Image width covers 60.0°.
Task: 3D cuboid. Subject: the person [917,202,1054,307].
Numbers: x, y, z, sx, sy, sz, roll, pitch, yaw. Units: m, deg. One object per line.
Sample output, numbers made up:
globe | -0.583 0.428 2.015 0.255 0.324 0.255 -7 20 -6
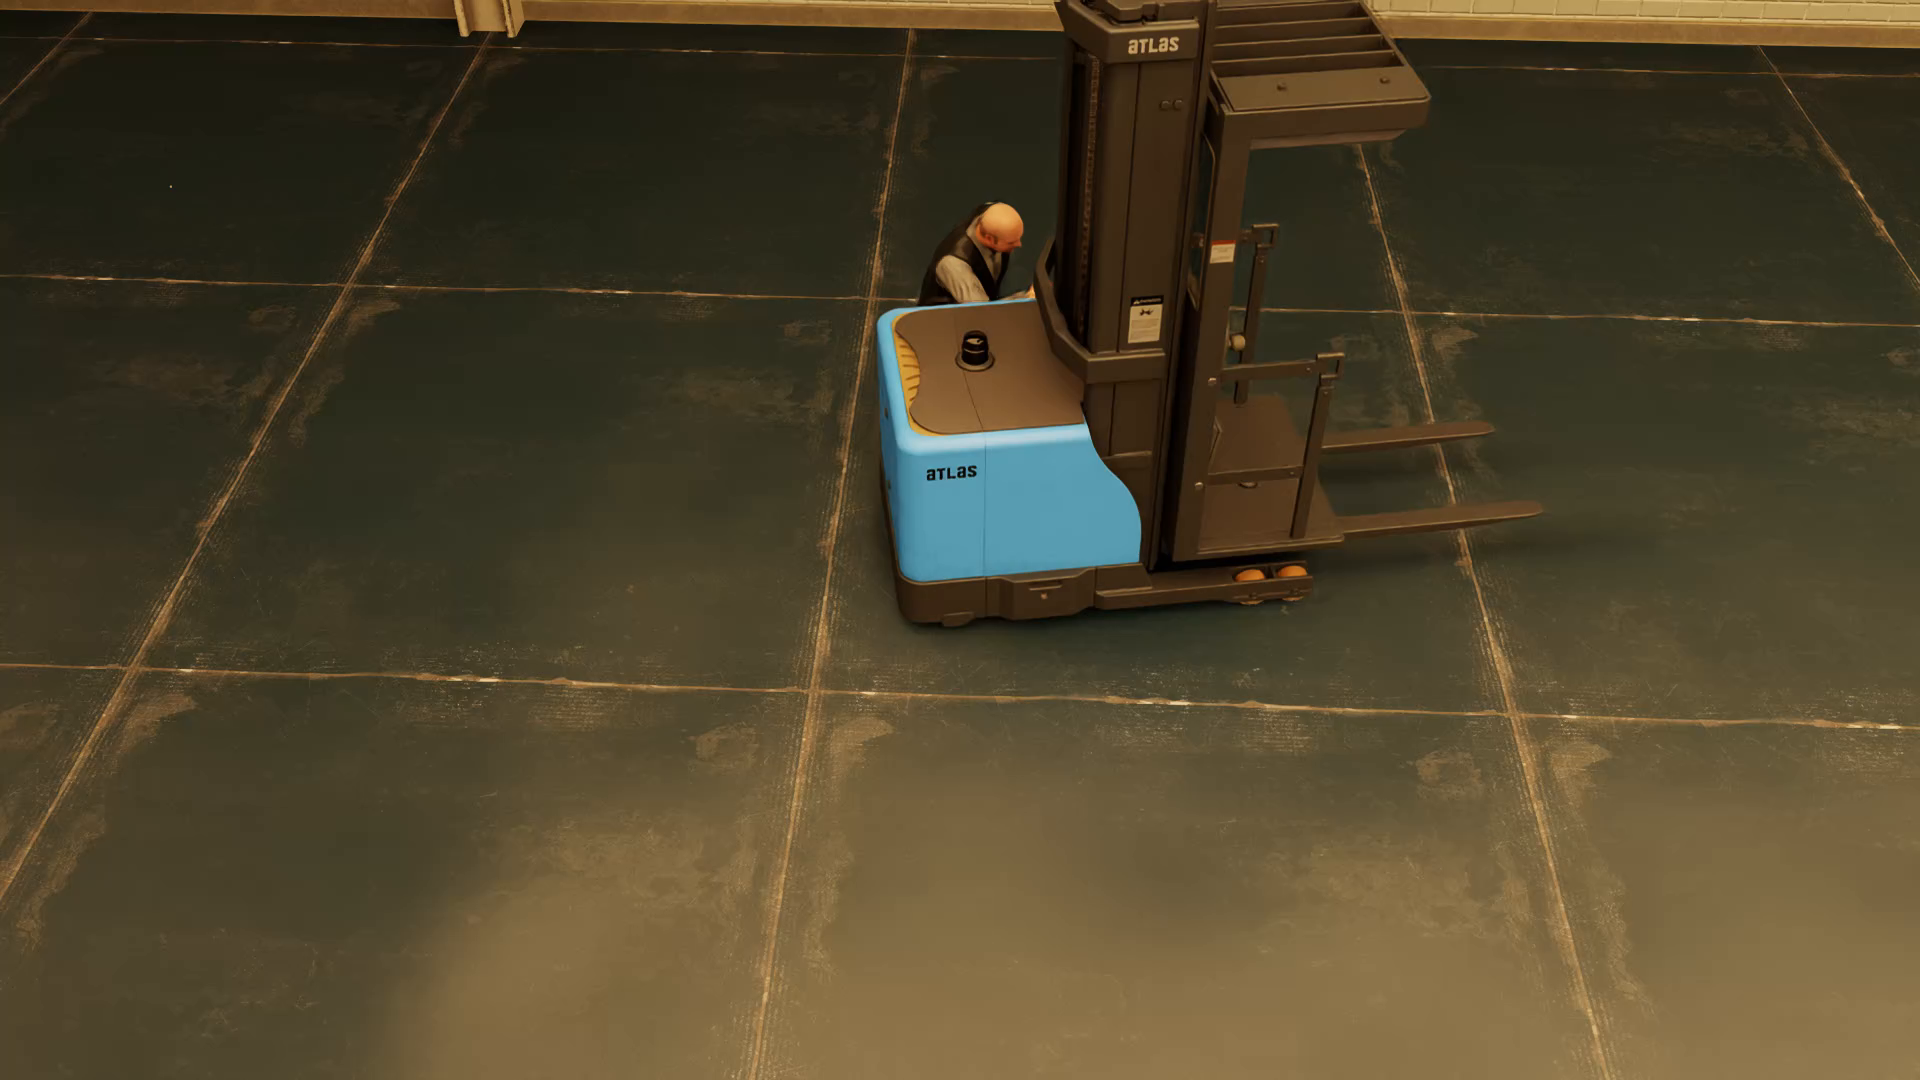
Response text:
person | 0.279 -1.053 8.073 0.939 1.443 1.047 25 48 24

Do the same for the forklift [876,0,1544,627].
forklift | 1.171 -1.137 6.988 3.031 2.935 1.130 -5 43 -6
